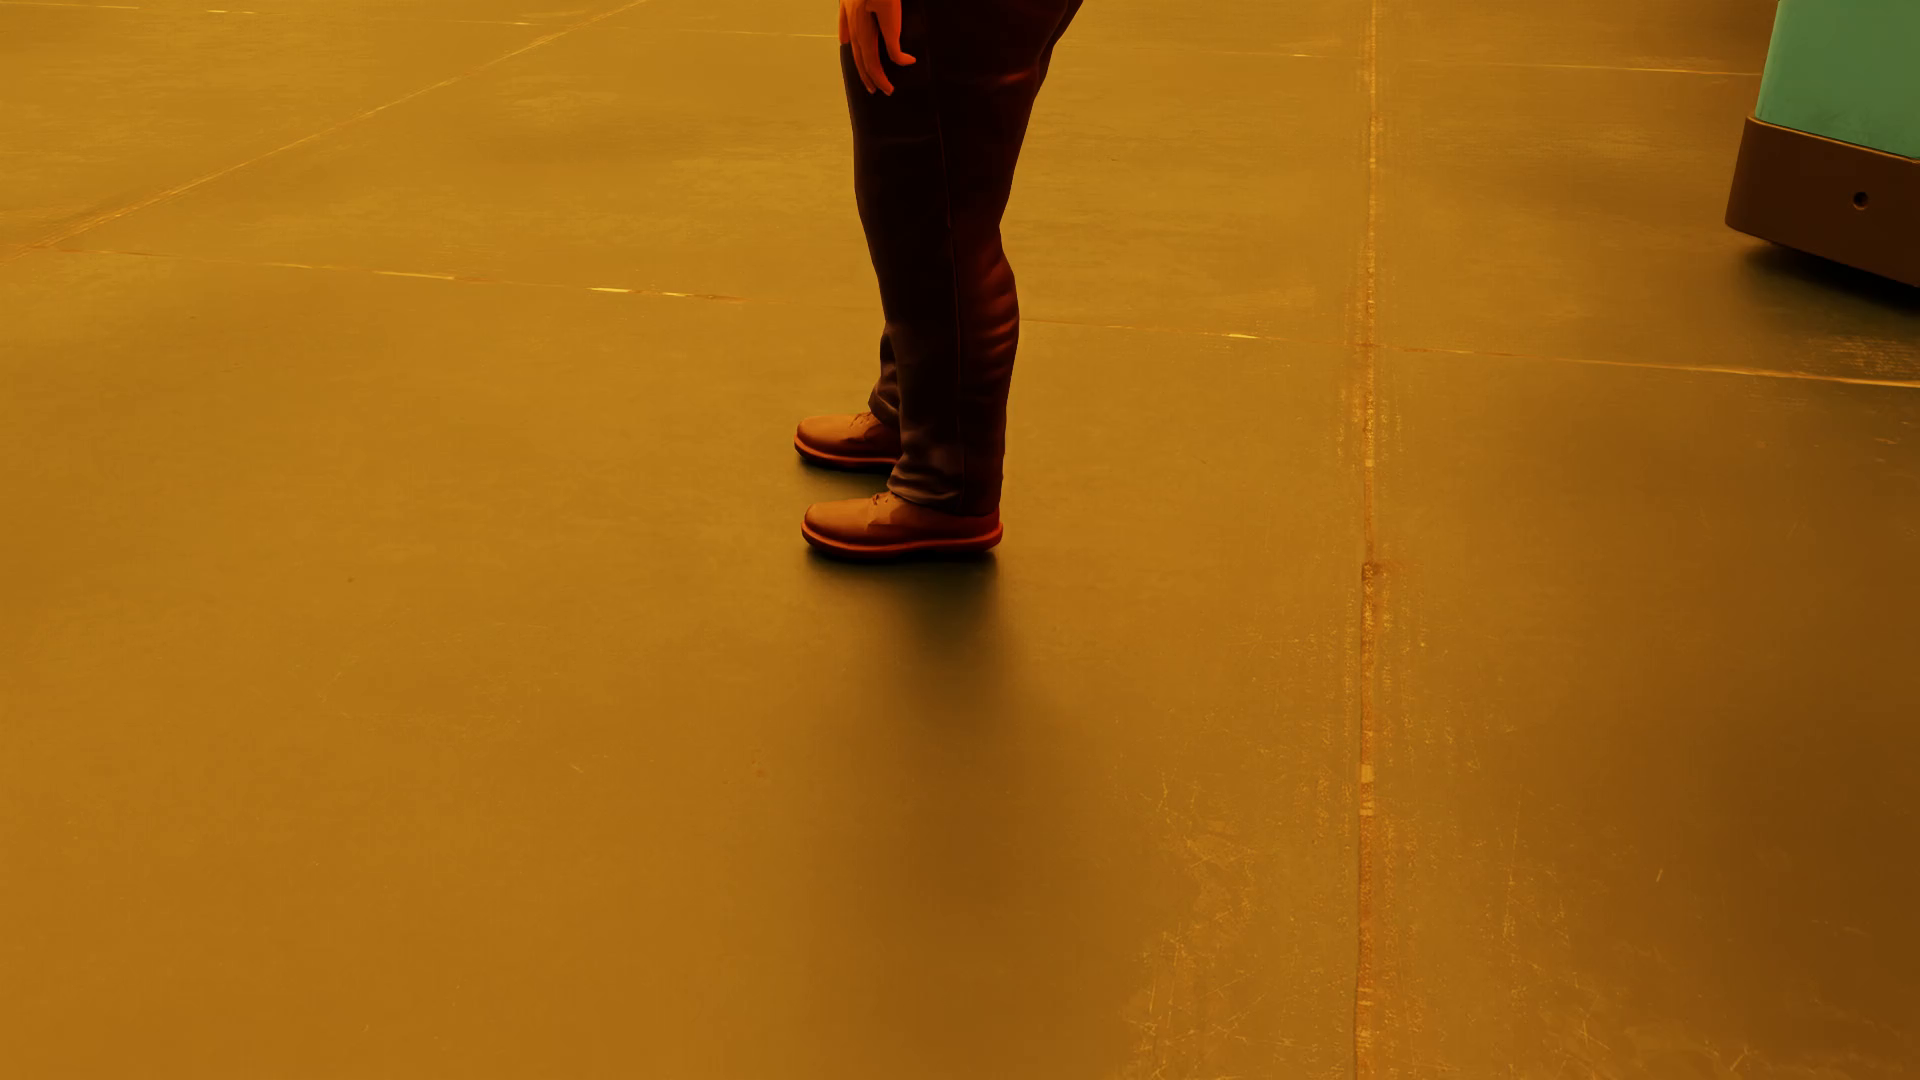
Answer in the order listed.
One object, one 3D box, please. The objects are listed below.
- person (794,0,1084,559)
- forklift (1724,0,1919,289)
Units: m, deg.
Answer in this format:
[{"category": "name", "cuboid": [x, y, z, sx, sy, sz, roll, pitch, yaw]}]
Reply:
[{"category": "person", "cuboid": [-0.082, -0.762, 2.163, 0.503, 1.651, 0.598, 6, 27, 11]}, {"category": "forklift", "cuboid": [3.281, -2.054, 3.318, 3.031, 2.935, 1.130, -12, 29, -23]}]
